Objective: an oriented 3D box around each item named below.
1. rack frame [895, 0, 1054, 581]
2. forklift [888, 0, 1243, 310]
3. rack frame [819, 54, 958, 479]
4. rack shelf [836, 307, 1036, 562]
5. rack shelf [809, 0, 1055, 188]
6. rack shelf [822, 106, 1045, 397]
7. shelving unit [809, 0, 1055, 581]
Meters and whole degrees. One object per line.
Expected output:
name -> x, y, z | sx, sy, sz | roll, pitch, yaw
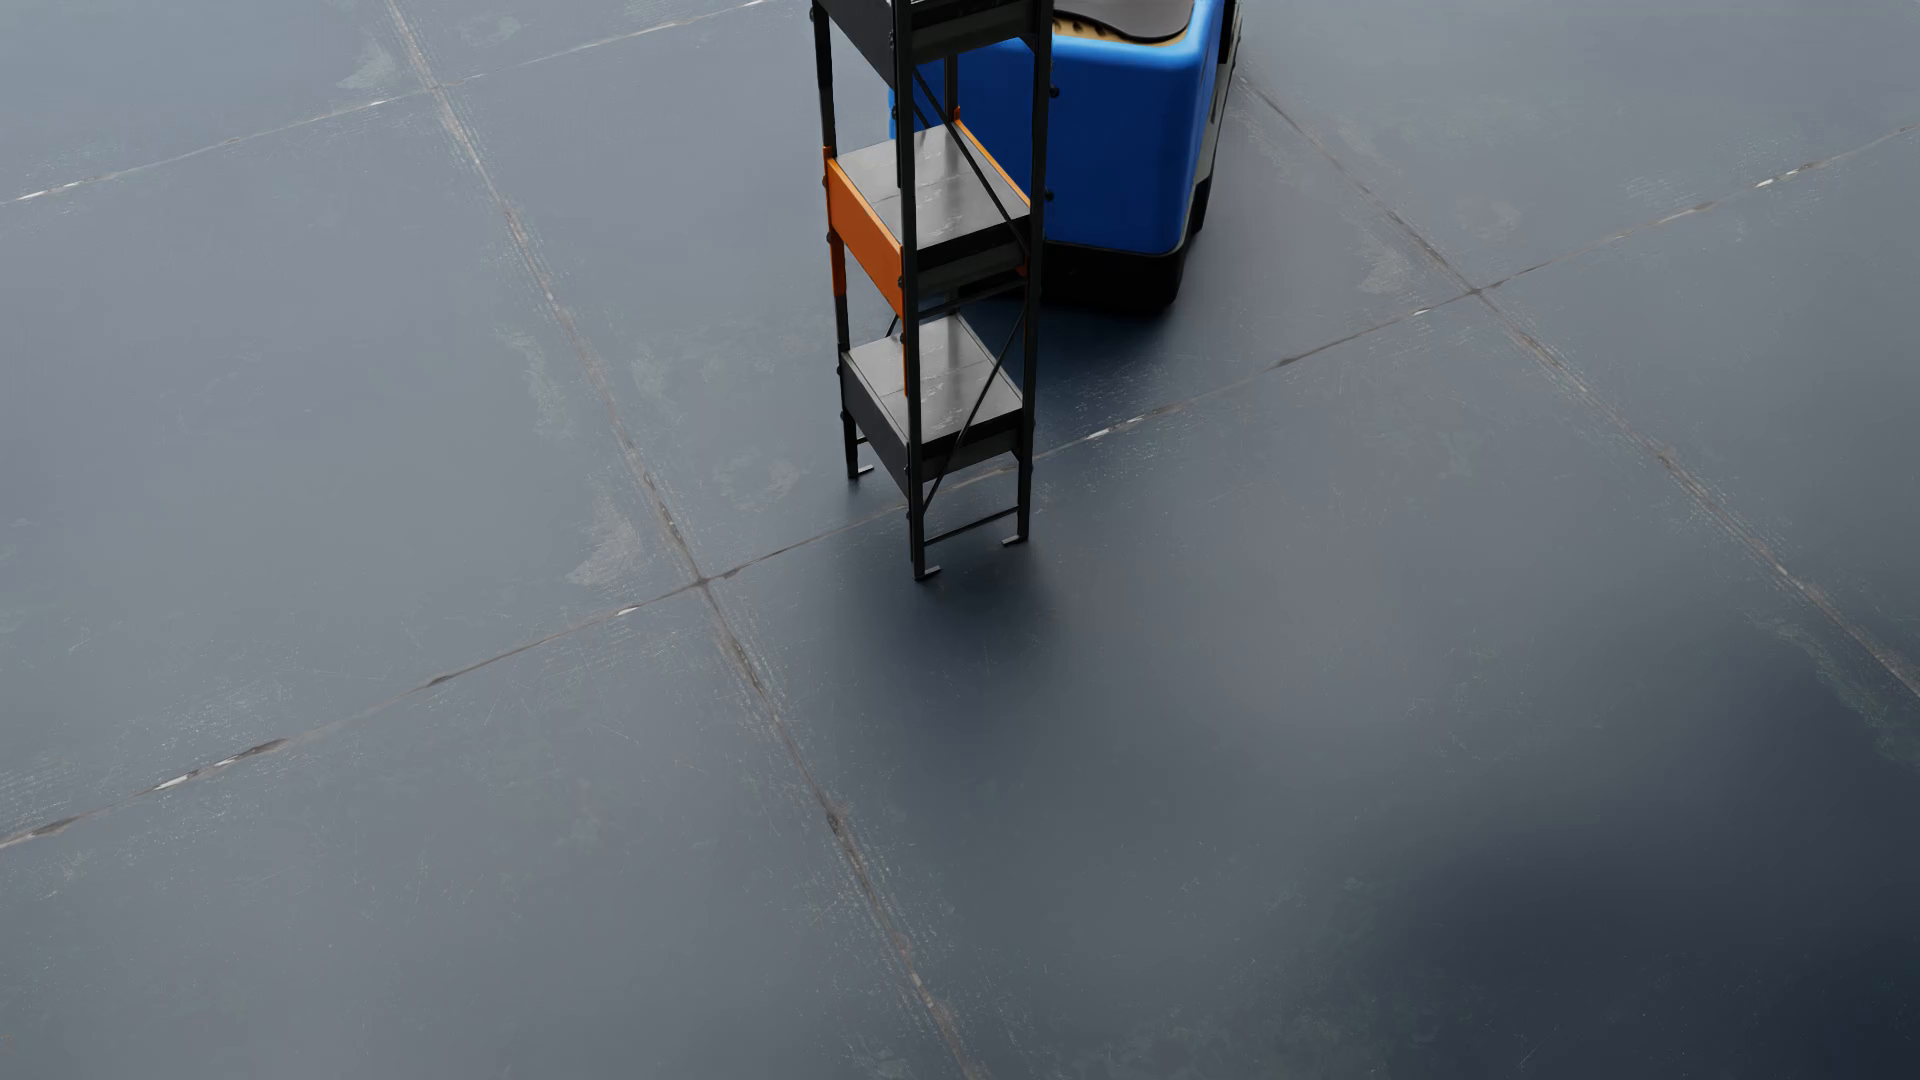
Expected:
rack frame -> 0.036, -0.639, 4.414 | 0.400, 2.100, 0.015 | -21, 52, -18
forklift -> 0.571, -2.911, 5.848 | 1.130, 2.935, 3.031 | 10, 50, 8
rack frame -> -0.187, -0.965, 4.699 | 0.400, 2.100, 0.015 | -21, 52, -18
rack shelf -> -0.076, -0.332, 5.094 | 0.431, 0.518, 0.480 | -21, 52, -18
rack shelf -> -0.076, -1.254, 4.040 | 0.431, 0.518, 0.480 | -21, 52, -18
rack shelf -> -0.076, -0.793, 4.567 | 0.431, 0.518, 0.480 | -21, 52, -18
shelving unit -> -0.076, -0.802, 4.557 | 0.431, 2.100, 0.503 | -21, 52, -18
